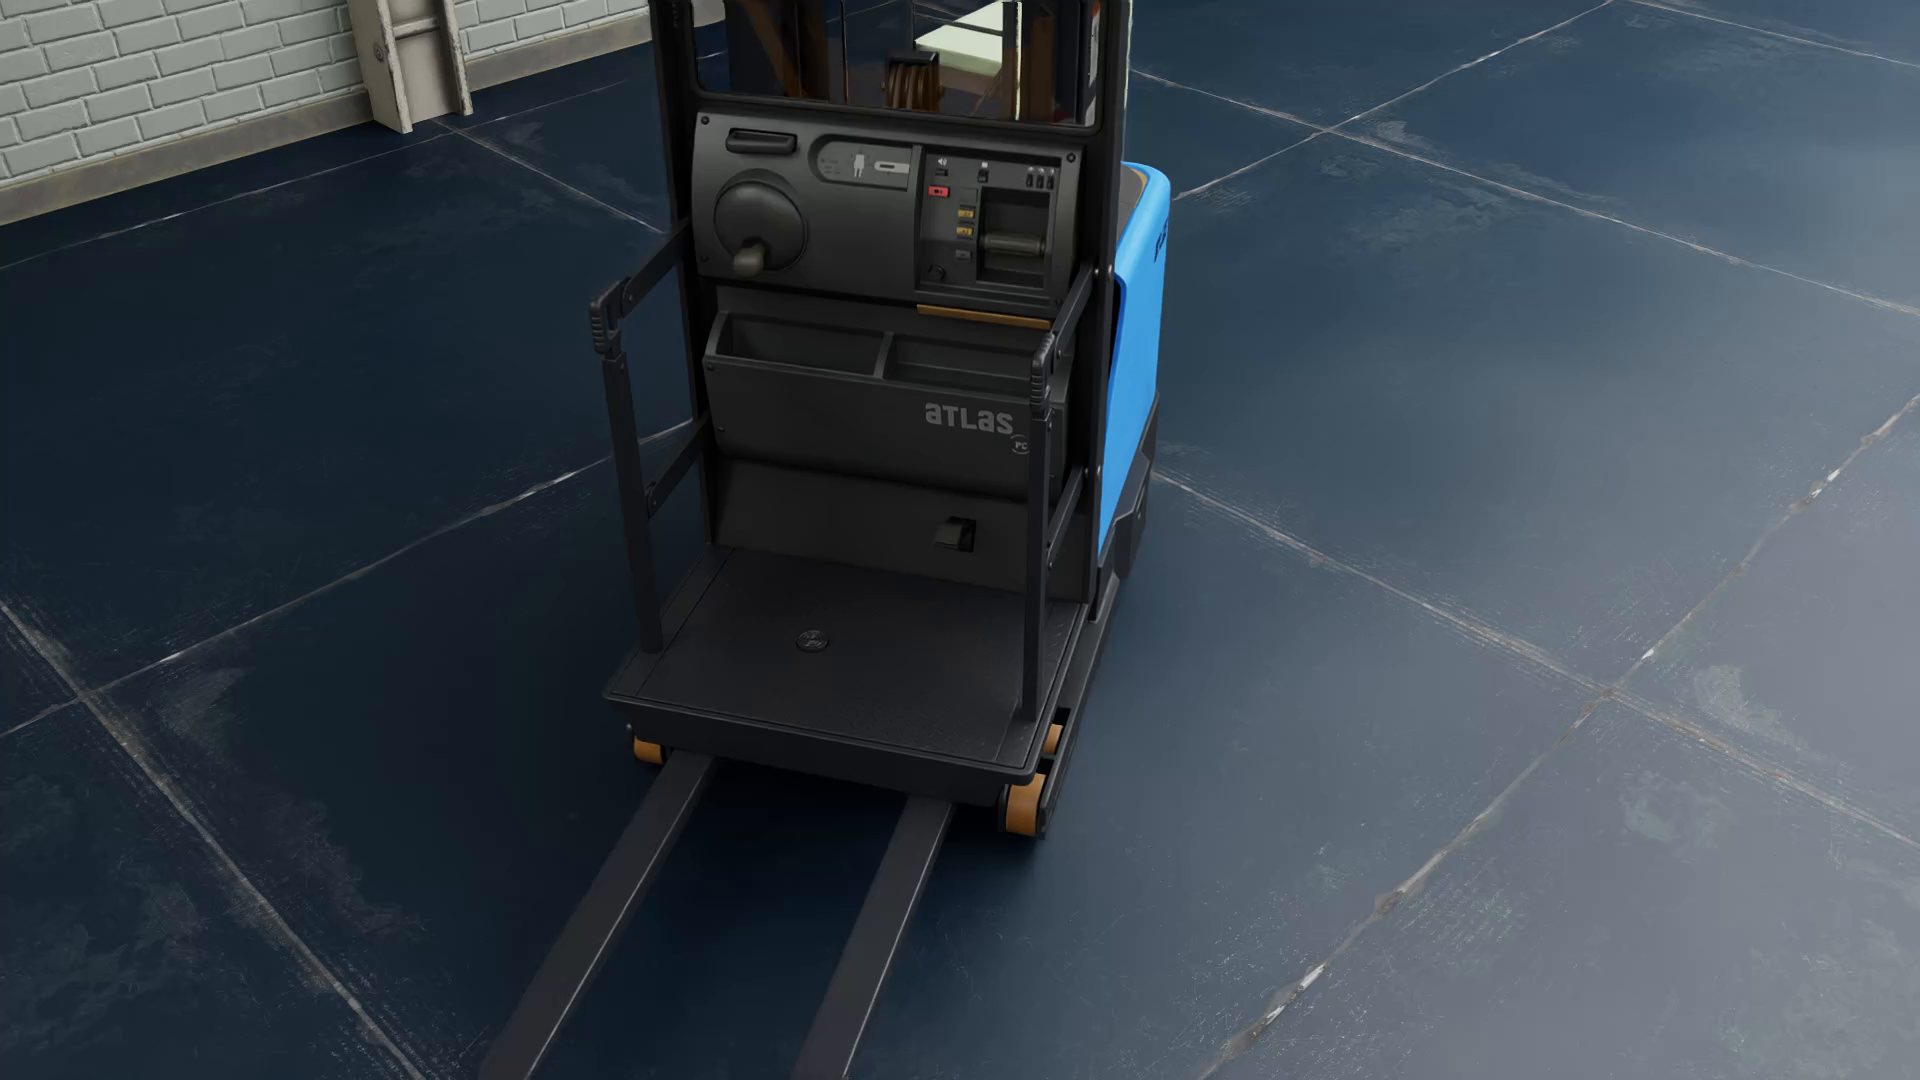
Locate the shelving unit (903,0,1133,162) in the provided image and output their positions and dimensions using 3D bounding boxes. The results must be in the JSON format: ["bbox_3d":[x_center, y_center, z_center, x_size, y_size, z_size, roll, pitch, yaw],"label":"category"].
[{"bbox_3d":[0.200,-1.215,5.681,0.431,1.500,0.755,21,40,27],"label":"shelving unit"}]

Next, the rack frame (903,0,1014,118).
[{"bbox_3d":[-0.004,-1.041,5.432,0.400,1.500,0.023,21,40,27],"label":"rack frame"}]

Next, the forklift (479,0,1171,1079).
[{"bbox_3d":[-0.236,-0.707,3.702,1.130,2.935,3.031,9,36,12],"label":"forklift"}]

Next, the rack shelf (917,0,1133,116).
[{"bbox_3d":[0.200,-1.535,5.458,0.431,0.370,0.720,21,40,27],"label":"rack shelf"}]

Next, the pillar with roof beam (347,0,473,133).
[{"bbox_3d":[0.377,-4.072,3.222,9.100,9.000,0.400,30,45,35],"label":"pillar with roof beam"}]

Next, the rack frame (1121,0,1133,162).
[{"bbox_3d":[0.403,-1.389,5.931,0.400,1.500,0.023,21,40,27],"label":"rack frame"}]
